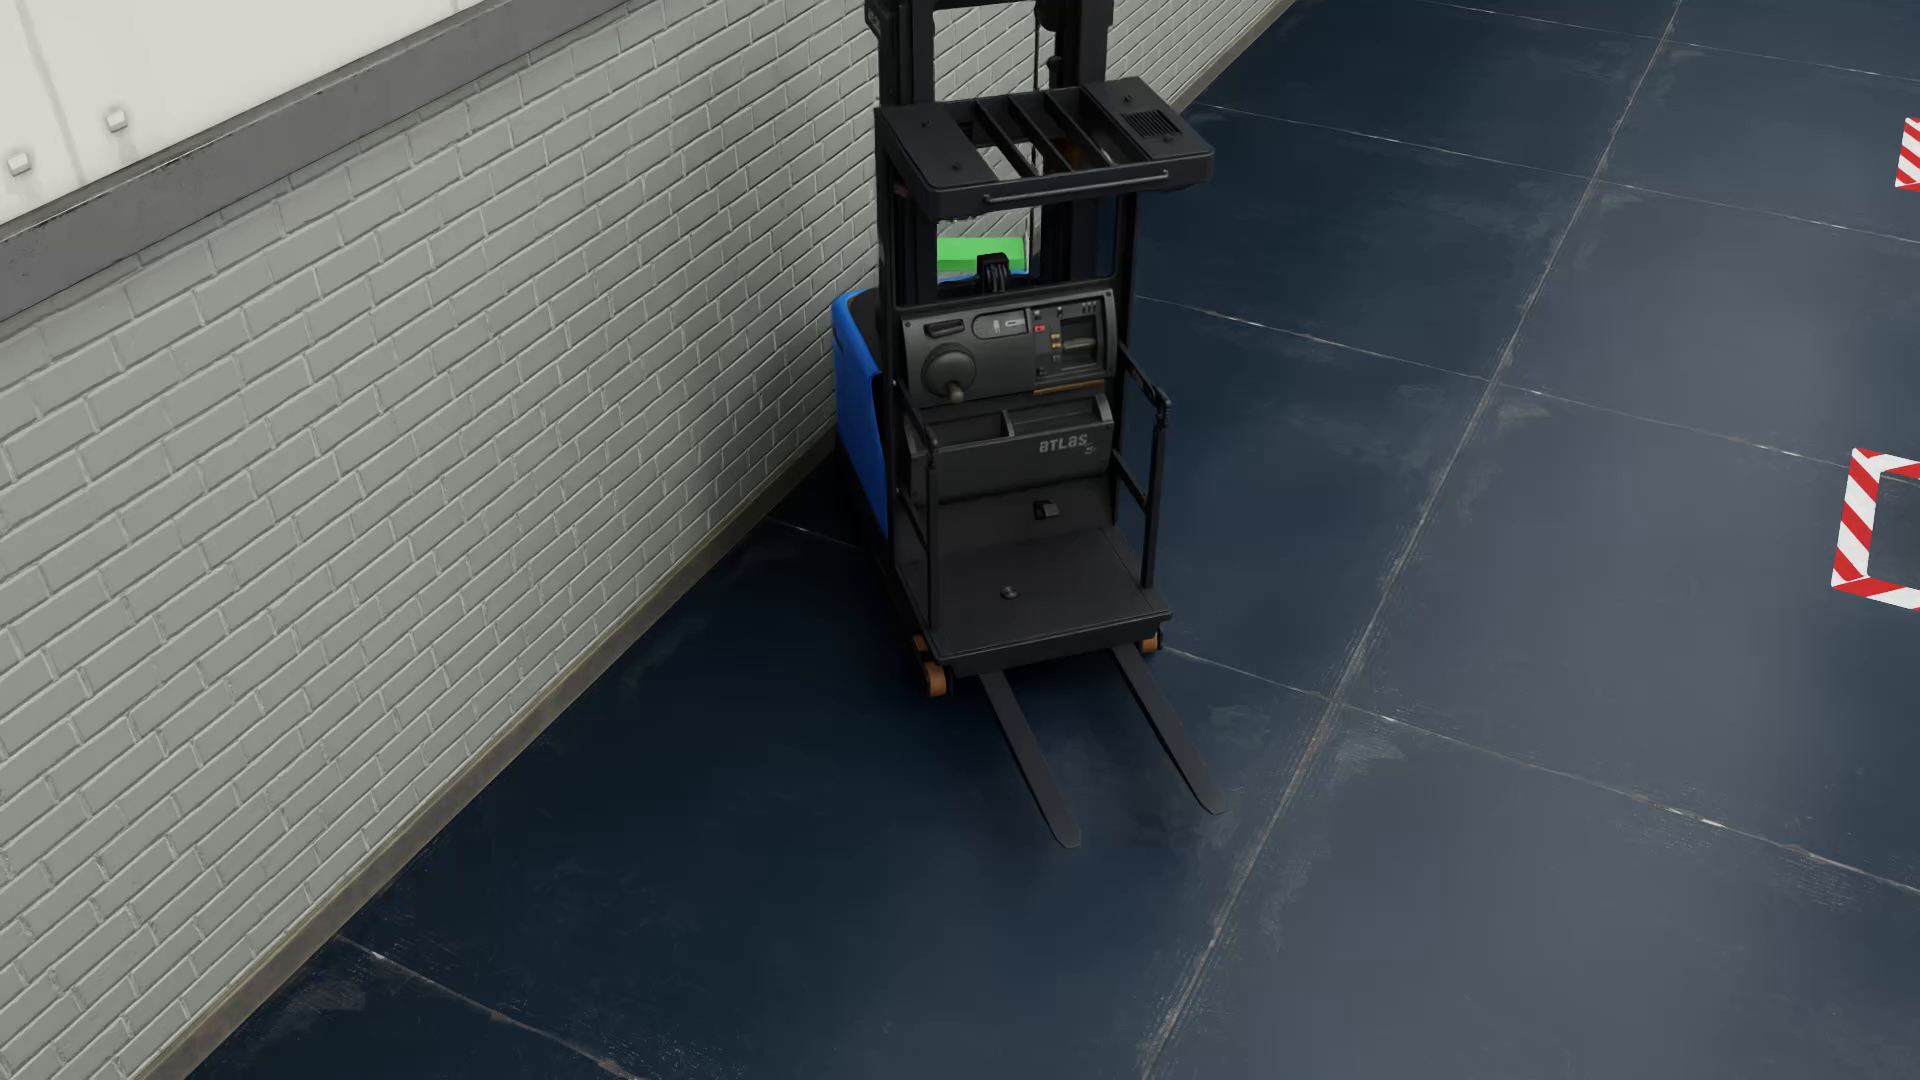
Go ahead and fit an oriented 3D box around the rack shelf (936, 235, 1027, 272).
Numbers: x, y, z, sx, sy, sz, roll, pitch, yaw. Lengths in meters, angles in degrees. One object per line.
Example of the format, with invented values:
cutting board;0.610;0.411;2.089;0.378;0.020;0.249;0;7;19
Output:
rack shelf;0.092;-1.431;8.474;0.480;0.148;0.258;0;37;-1

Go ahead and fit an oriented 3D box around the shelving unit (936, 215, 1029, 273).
shelving unit;0.092;-1.099;8.725;0.503;1.200;0.258;0;37;-1

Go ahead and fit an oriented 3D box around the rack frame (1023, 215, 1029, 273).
rack frame;0.336;-1.101;8.728;0.015;1.200;0.240;0;37;-1

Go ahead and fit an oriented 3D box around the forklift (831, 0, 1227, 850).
forklift;0.279;-0.744;6.826;1.130;2.935;3.031;-11;38;-14
